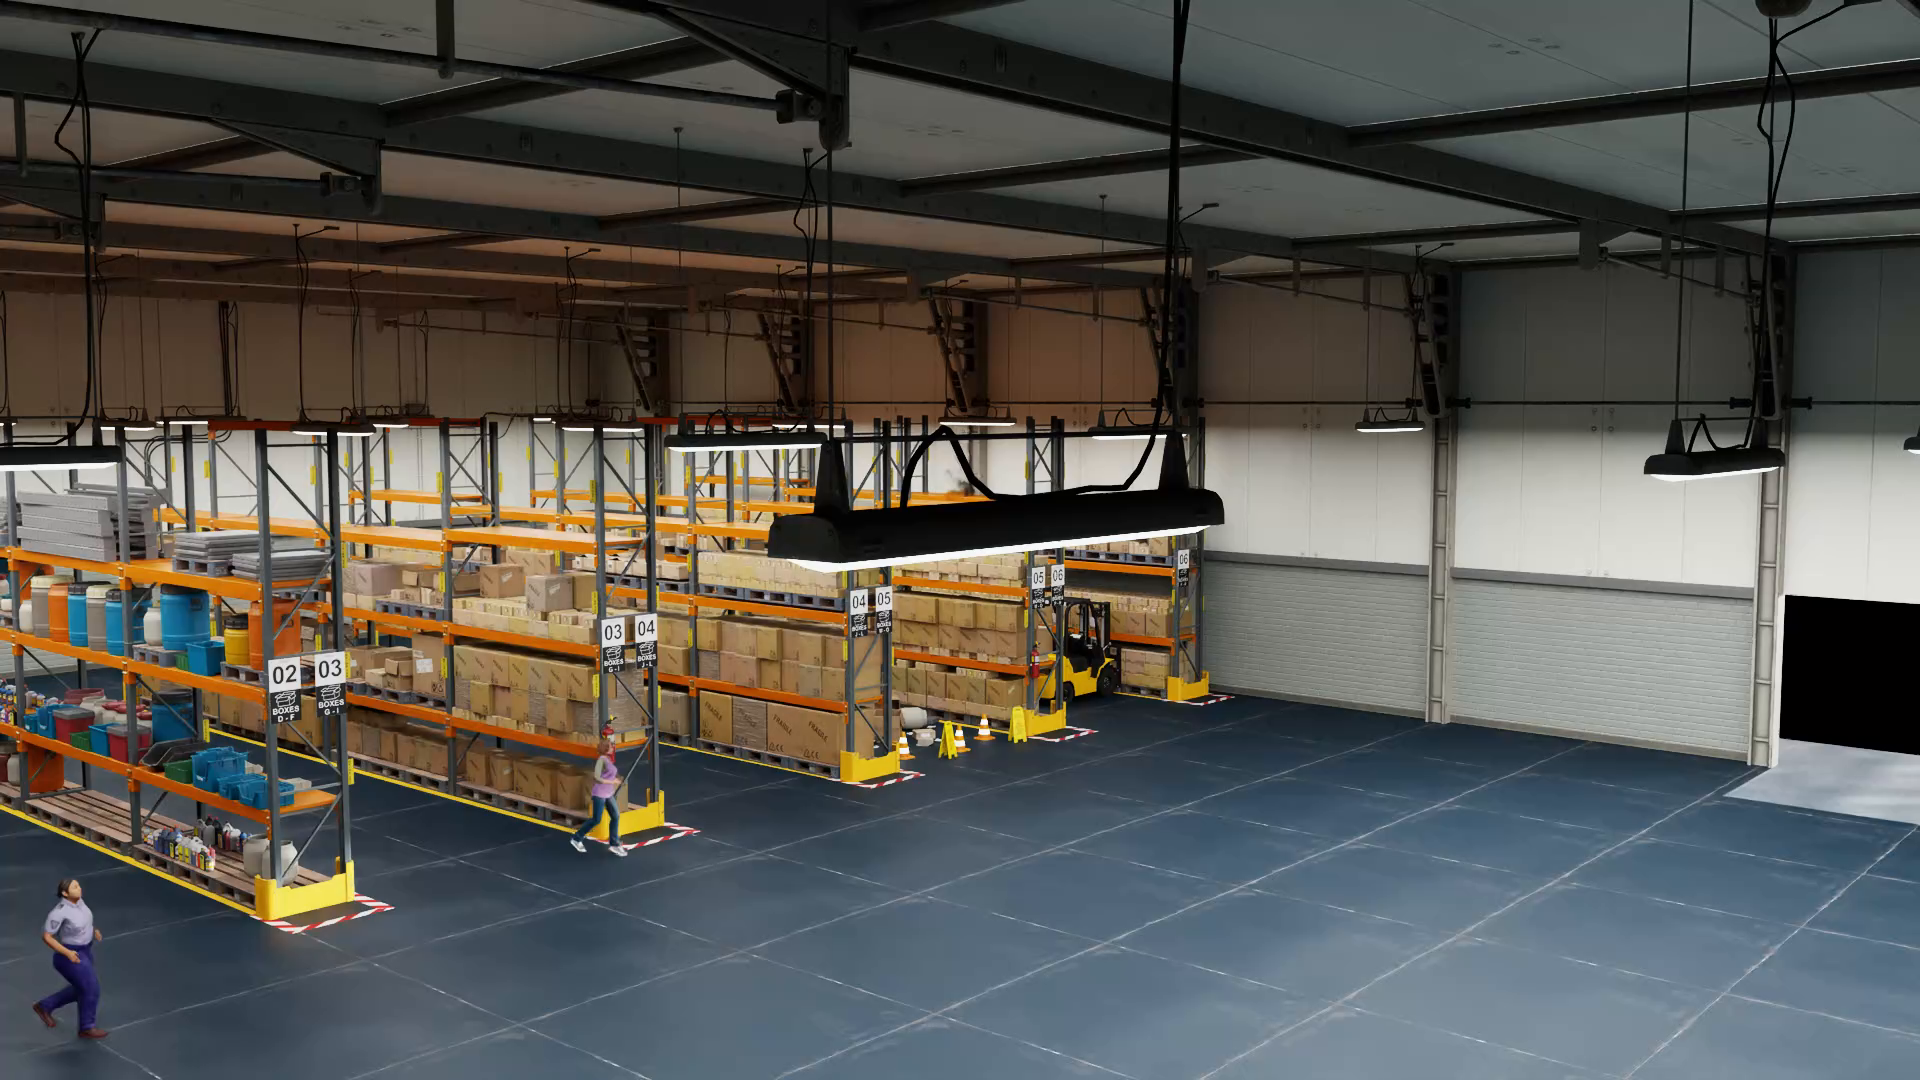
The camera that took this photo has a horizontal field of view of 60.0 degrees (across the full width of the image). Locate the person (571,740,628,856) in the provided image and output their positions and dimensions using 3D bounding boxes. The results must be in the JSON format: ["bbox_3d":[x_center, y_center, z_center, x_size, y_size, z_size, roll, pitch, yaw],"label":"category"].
[{"bbox_3d":[-5.025,3.601,23.270,0.799,1.619,0.566,1,5,8],"label":"person"}]

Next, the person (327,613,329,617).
[{"bbox_3d":[-13.976,2.423,36.527,0.722,1.768,0.915,-4,6,-42],"label":"person"}]

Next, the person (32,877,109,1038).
[{"bbox_3d":[-8.868,4.165,16.556,0.697,1.627,0.602,-1,5,-9],"label":"person"}]
